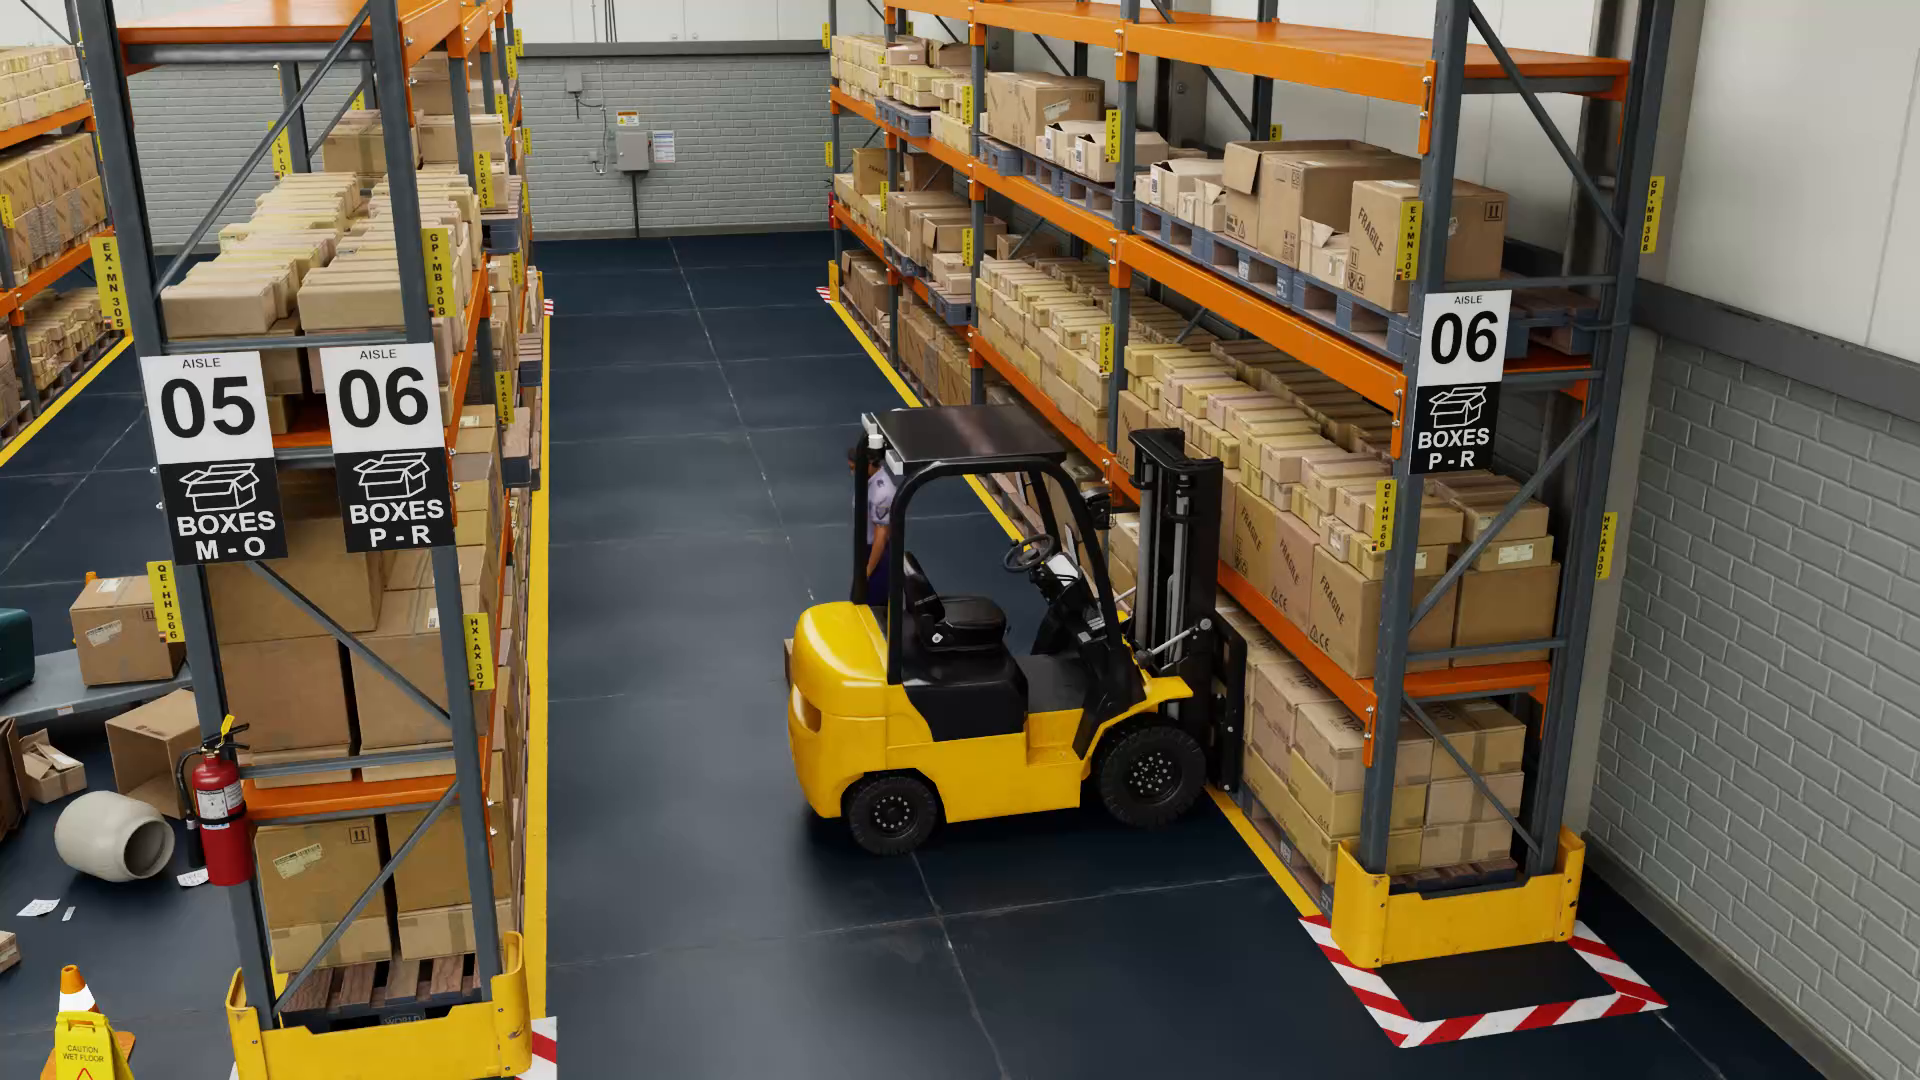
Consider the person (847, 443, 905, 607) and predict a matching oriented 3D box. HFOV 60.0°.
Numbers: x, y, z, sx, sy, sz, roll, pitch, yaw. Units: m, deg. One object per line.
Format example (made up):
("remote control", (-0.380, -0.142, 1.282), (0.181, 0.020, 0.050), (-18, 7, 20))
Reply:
("person", (-0.531, 0.143, 10.764), (0.378, 1.615, 0.493), (-4, 20, -11))
